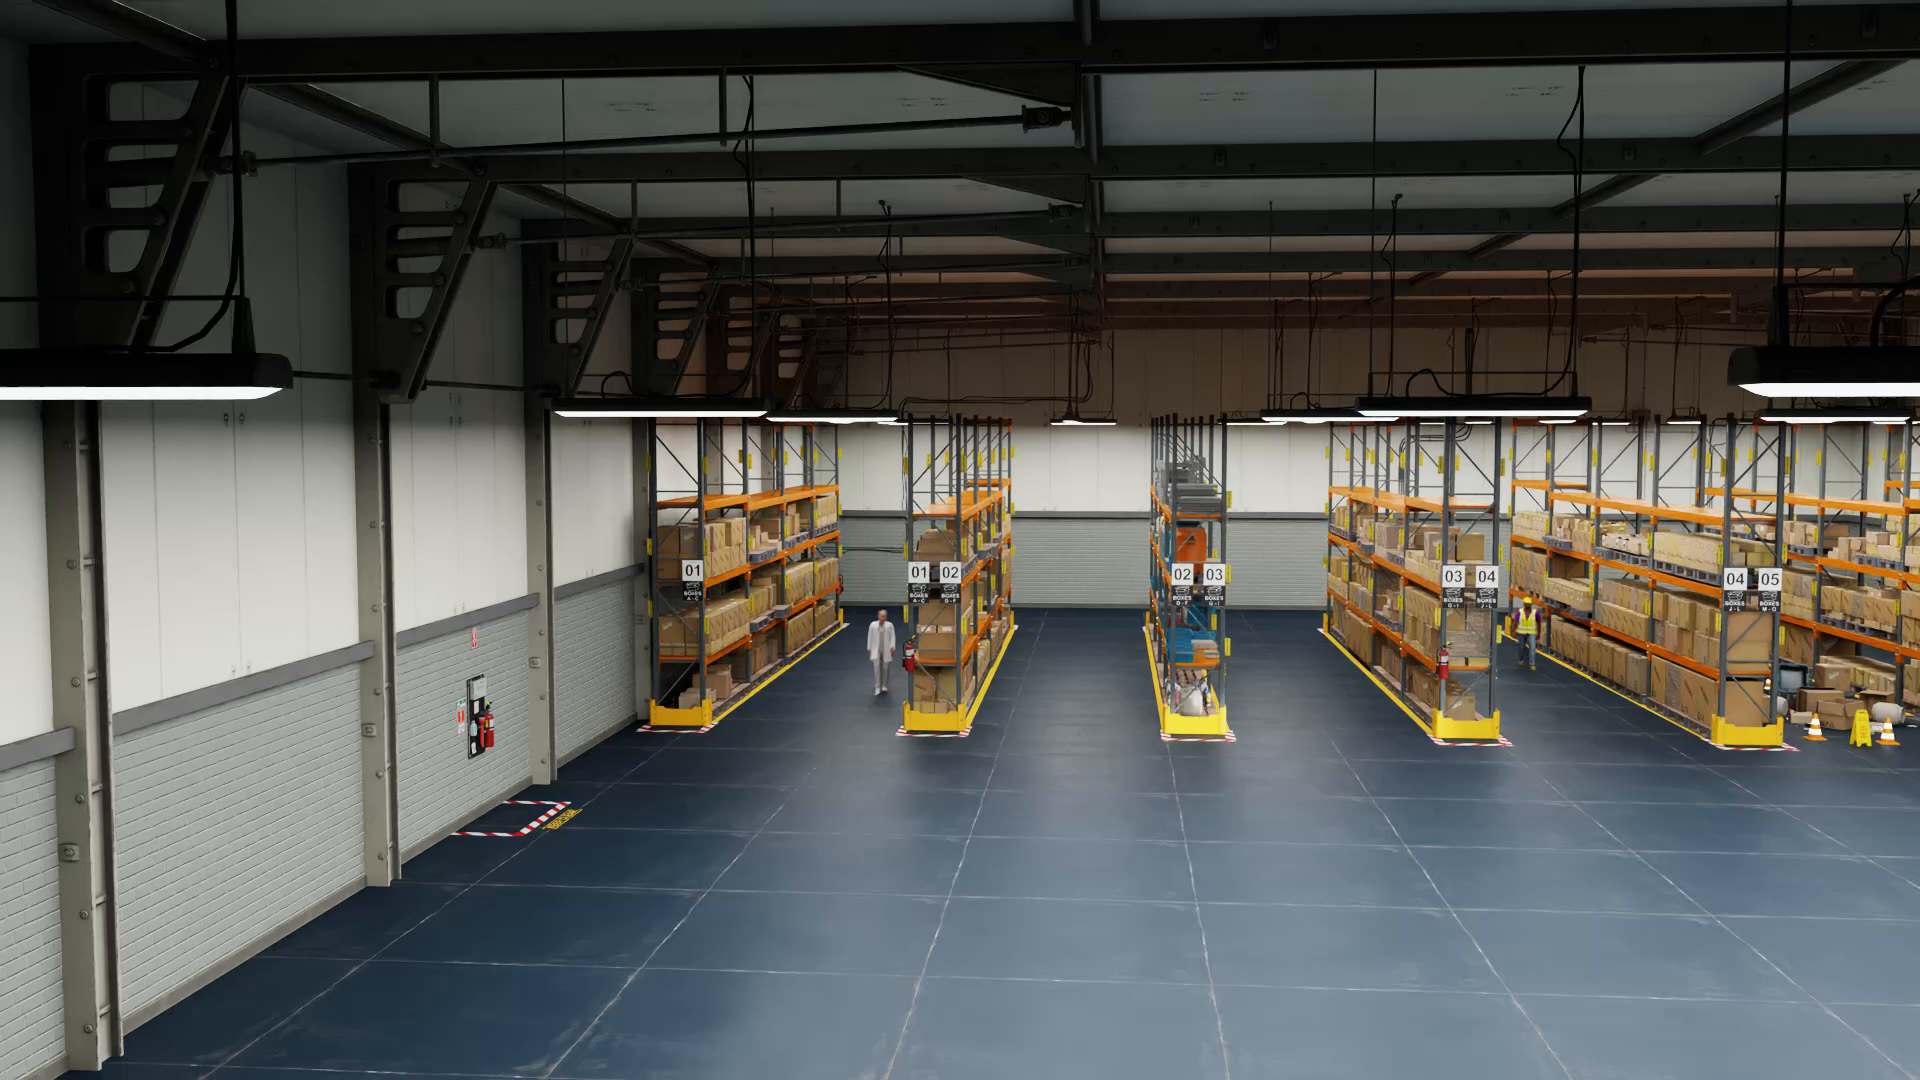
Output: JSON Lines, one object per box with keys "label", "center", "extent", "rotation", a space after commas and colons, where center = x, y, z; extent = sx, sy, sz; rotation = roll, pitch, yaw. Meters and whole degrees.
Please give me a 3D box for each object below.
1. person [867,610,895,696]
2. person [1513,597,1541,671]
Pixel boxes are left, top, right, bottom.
{"label": "person", "center": [-1.692, 2.485, 35.974], "extent": [0.620, 1.690, 0.798], "rotation": [-1, 4, -8]}
{"label": "person", "center": [13.402, 2.204, 39.300], "extent": [0.684, 1.703, 1.077], "rotation": [1, 4, 8]}
